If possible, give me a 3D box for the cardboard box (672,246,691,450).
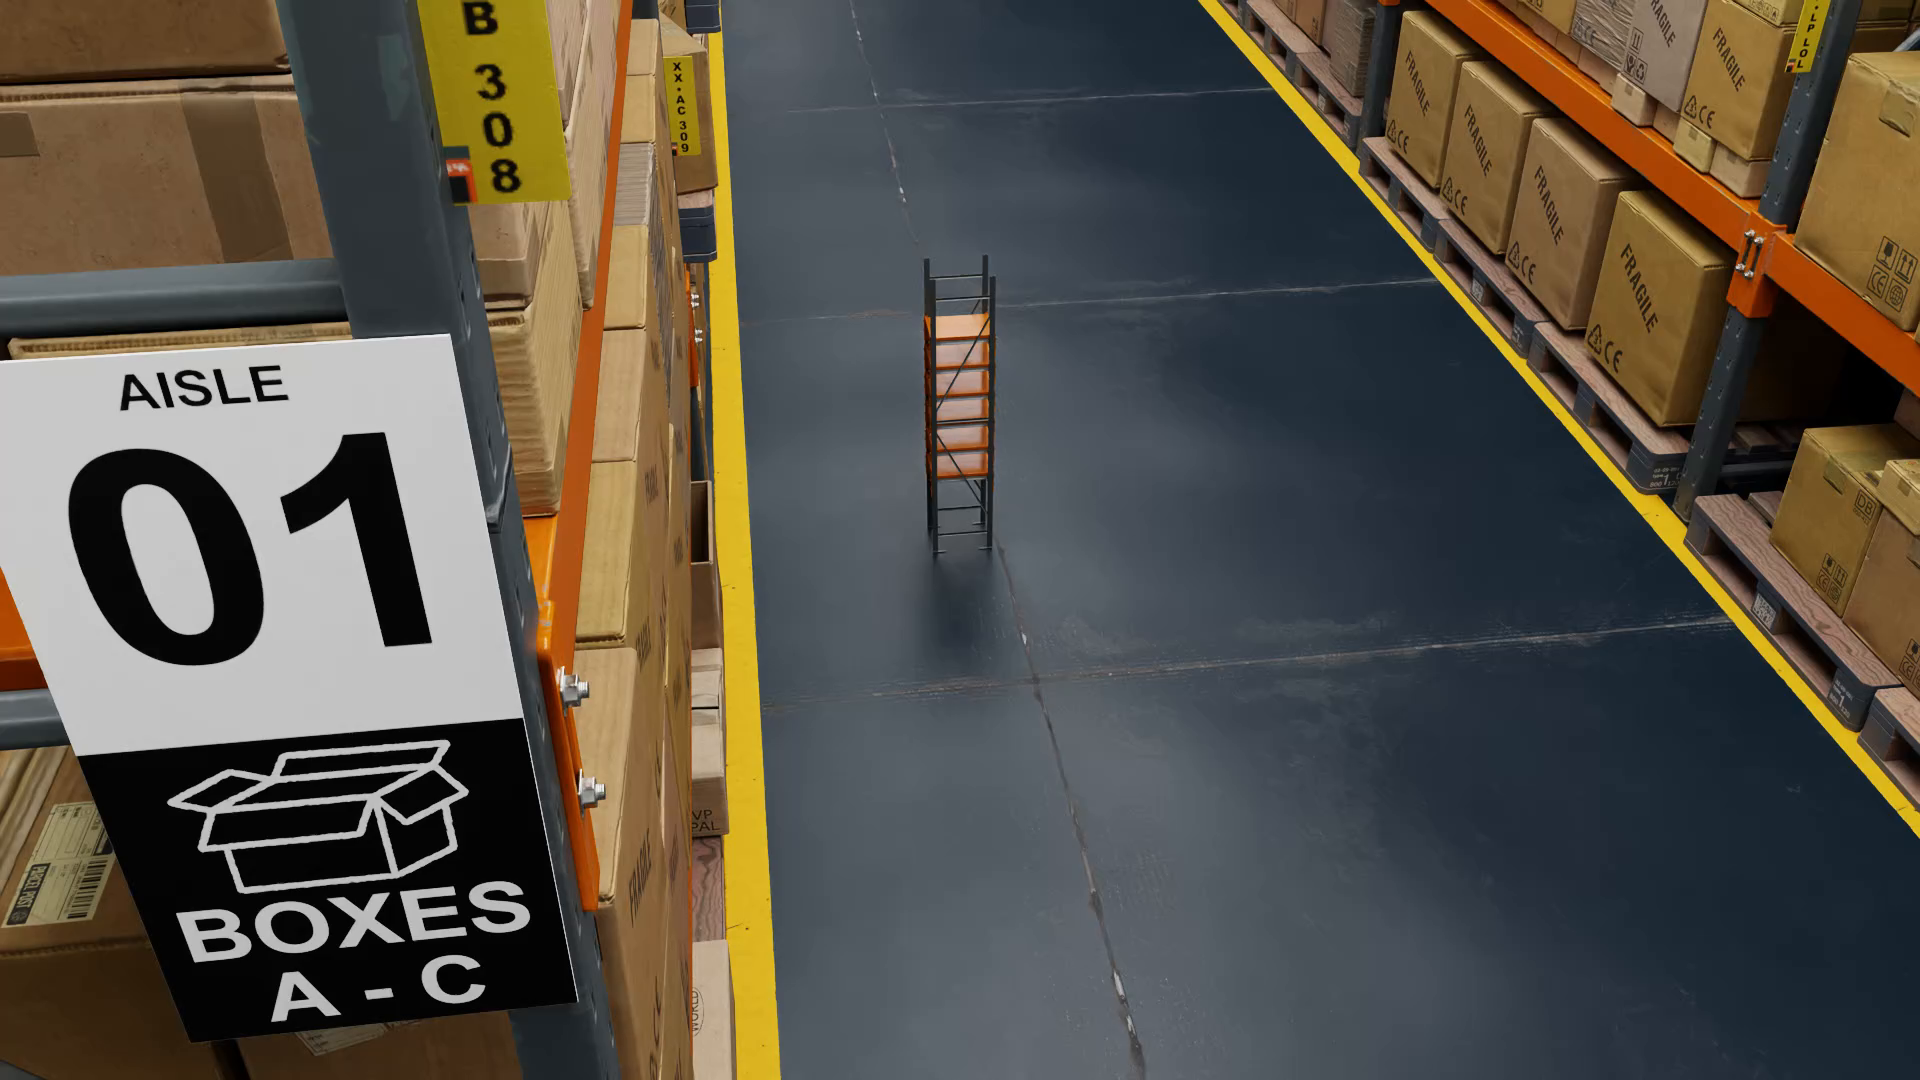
[{"bbox_3d":[-1.045,-0.490,4.717,0.500,0.500,0.500,-3,34,-5],"label":"cardboard box"}]

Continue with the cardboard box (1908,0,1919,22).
[{"bbox_3d":[3.667,-2.132,6.178,0.500,0.250,0.500,-3,34,-5],"label":"cardboard box"}]

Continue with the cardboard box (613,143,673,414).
[{"bbox_3d":[-0.974,-0.621,4.021,0.500,0.500,0.500,-4,34,-6],"label":"cardboard box"}]

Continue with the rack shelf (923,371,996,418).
[{"bbox_3d":[-0.002,-0.566,6.381,0.258,0.103,0.180,-4,35,-6],"label":"rack shelf"}]

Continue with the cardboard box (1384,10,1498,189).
[{"bbox_3d":[2.902,-2.470,9.247,0.750,0.750,0.750,-5,35,-7],"label":"cardboard box"}]

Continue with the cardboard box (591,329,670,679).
[{"bbox_3d":[-0.838,-0.056,3.193,0.500,0.500,0.500,-4,34,-6],"label":"cardboard box"}]

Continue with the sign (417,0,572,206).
[{"bbox_3d":[-0.362,-0.406,1.242,0.100,0.325,0.005,-4,35,-6],"label":"sign"}]

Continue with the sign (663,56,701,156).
[{"bbox_3d":[-0.901,-1.399,5.370,0.100,0.325,0.005,-4,35,-6],"label":"sign"}]

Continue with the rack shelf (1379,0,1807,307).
[{"bbox_3d":[3.202,-2.192,7.942,1.077,0.370,4.000,-4,35,-6],"label":"rack shelf"}]

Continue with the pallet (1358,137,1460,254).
[{"bbox_3d":[2.964,-2.007,9.508,1.003,0.211,1.213,-4,35,-6],"label":"pallet"}]

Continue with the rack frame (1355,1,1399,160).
[{"bbox_3d":[2.933,-3.605,9.377,1.000,3.000,0.127,-4,35,-6],"label":"rack frame"}]

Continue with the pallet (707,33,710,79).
[{"bbox_3d":[-2.208,-3.217,11.284,1.003,0.211,1.213,-4,35,-6],"label":"pallet"}]

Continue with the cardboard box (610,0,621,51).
[{"bbox_3d":[-0.913,-1.085,3.148,0.500,0.250,0.500,-4,35,-6],"label":"cardboard box"}]

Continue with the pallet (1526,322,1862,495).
[{"bbox_3d":[3.292,-0.646,7.510,1.003,0.211,1.213,-4,35,-6],"label":"pallet"}]

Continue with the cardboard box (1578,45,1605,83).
[{"bbox_3d":[3.017,-2.157,7.457,0.380,0.149,0.250,-5,35,-8],"label":"cardboard box"}]

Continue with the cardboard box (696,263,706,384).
[{"bbox_3d":[-1.404,-1.009,7.396,0.500,0.500,0.500,-4,34,-6],"label":"cardboard box"}]

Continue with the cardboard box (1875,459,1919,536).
[{"bbox_3d":[3.335,-0.152,5.580,0.380,0.149,0.250,-3,34,-5],"label":"cardboard box"}]

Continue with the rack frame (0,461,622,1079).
[{"bbox_3d":[-0.899,1.236,2.272,1.000,3.000,0.127,-4,35,-6],"label":"rack frame"}]

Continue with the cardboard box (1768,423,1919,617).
[{"bbox_3d":[3.470,-0.089,6.063,0.700,0.500,0.500,-4,34,-6],"label":"cardboard box"}]

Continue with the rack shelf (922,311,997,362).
[{"bbox_3d":[-0.002,-0.765,6.246,0.258,0.103,0.180,-4,35,-6],"label":"rack shelf"}]

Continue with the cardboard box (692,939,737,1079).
[{"bbox_3d":[-0.826,1.308,4.218,0.500,0.250,0.500,-4,35,-6],"label":"cardboard box"}]

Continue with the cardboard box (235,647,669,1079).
[{"bbox_3d":[-0.698,0.514,2.355,0.500,0.500,0.500,-3,34,-5],"label":"cardboard box"}]

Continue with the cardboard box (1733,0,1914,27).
[{"bbox_3d":[3.154,-2.097,6.127,0.500,0.250,0.500,-4,34,-5],"label":"cardboard box"}]

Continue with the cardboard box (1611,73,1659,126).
[{"bbox_3d":[3.003,-1.875,7.043,0.380,0.149,0.250,-4,35,-6],"label":"cardboard box"}]

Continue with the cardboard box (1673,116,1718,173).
[{"bbox_3d":[3.087,-1.584,6.616,0.380,0.149,0.250,-4,34,-5],"label":"cardboard box"}]

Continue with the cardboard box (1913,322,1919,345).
[{"bbox_3d":[3.620,-0.785,4.972,0.980,0.700,0.700,-5,35,-8],"label":"cardboard box"}]

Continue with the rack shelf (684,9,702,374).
[{"bbox_3d":[-1.706,-1.815,7.388,1.077,0.370,4.000,-4,35,-6],"label":"rack shelf"}]

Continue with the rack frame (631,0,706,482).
[{"bbox_3d":[-1.437,-0.996,5.548,1.000,3.000,0.127,-4,35,-6],"label":"rack frame"}]

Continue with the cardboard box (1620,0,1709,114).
[{"bbox_3d":[3.081,-2.068,6.750,0.500,0.500,0.500,-4,34,-6],"label":"cardboard box"}]

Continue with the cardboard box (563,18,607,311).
[{"bbox_3d":[-0.771,-0.527,2.330,0.500,0.250,0.500,-4,35,-6],"label":"cardboard box"}]

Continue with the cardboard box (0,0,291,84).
[{"bbox_3d":[-0.985,-0.743,1.537,0.700,0.500,0.500,-4,35,-6],"label":"cardboard box"}]

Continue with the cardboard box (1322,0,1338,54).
[{"bbox_3d":[2.830,-3.448,10.975,0.700,0.500,0.500,-4,35,-6],"label":"cardboard box"}]

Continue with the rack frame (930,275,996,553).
[{"bbox_3d":[0.010,-0.453,6.349,0.240,1.200,0.006,-4,35,-6],"label":"rack frame"}]

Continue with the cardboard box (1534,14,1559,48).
[{"bbox_3d":[2.965,-2.453,7.892,0.380,0.149,0.250,-4,34,-6],"label":"cardboard box"}]

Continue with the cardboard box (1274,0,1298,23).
[{"bbox_3d":[2.658,-4.004,11.791,0.700,0.500,0.500,-4,34,-6],"label":"cardboard box"}]

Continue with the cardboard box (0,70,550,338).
[{"bbox_3d":[-0.711,-0.454,1.779,0.500,0.250,0.500,-4,35,-6],"label":"cardboard box"}]

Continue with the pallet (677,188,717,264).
[{"bbox_3d":[-1.437,-1.371,6.268,1.003,0.211,1.213,-4,35,-6],"label":"pallet"}]

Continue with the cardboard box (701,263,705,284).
[{"bbox_3d":[-1.548,-1.584,8.240,0.500,0.500,0.500,-6,35,-8],"label":"cardboard box"}]

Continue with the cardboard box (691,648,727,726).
[{"bbox_3d":[-0.970,0.502,5.491,0.380,0.149,0.250,-4,35,-6],"label":"cardboard box"}]

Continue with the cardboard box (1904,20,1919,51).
[{"bbox_3d":[3.659,-1.821,6.388,0.500,0.500,0.500,-6,35,-8],"label":"cardboard box"}]

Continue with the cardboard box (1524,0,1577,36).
[{"bbox_3d":[2.949,-2.627,7.571,0.500,0.500,0.500,-3,34,-5],"label":"cardboard box"}]

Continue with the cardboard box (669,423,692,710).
[{"bbox_3d":[-0.903,0.081,3.879,0.500,0.500,0.500,-4,34,-6],"label":"cardboard box"}]

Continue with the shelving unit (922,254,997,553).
[{"bbox_3d":[-0.002,-0.504,6.424,0.258,1.200,0.189,-4,35,-6],"label":"shelving unit"}]

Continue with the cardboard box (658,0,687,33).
[{"bbox_3d":[-1.435,-1.871,6.370,0.700,0.500,0.500,1,34,1],"label":"cardboard box"}]

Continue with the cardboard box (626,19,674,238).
[{"bbox_3d":[-1.113,-1.188,4.853,0.500,0.500,0.500,-4,34,-6],"label":"cardboard box"}]

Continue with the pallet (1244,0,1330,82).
[{"bbox_3d":[2.668,-3.568,11.799,1.003,0.211,1.213,-4,35,-6],"label":"pallet"}]

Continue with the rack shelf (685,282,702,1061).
[{"bbox_3d":[-1.168,0.418,4.113,1.077,0.370,4.000,-4,35,-6],"label":"rack shelf"}]

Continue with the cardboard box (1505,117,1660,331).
[{"bbox_3d":[3.132,-1.507,7.834,0.750,0.750,0.750,-3,34,-5],"label":"cardboard box"}]

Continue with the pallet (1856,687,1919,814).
[{"bbox_3d":[3.663,0.892,5.254,1.003,0.211,1.213,-4,35,-6],"label":"pallet"}]

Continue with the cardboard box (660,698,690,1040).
[{"bbox_3d":[-0.772,0.640,3.059,0.500,0.500,0.500,-5,35,-7],"label":"cardboard box"}]

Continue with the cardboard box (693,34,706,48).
[{"bbox_3d":[-1.755,-2.811,9.783,0.500,0.311,0.500,-3,34,-5],"label":"cardboard box"}]

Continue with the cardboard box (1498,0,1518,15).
[{"bbox_3d":[2.924,-2.737,8.308,0.380,0.149,0.250,-4,34,-5],"label":"cardboard box"}]

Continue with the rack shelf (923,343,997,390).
[{"bbox_3d":[-0.002,-0.665,6.314,0.258,0.103,0.180,-4,35,-6],"label":"rack shelf"}]

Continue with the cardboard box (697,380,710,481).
[{"bbox_3d":[-1.261,-0.433,6.551,0.500,0.500,0.500,-6,35,-9],"label":"cardboard box"}]
